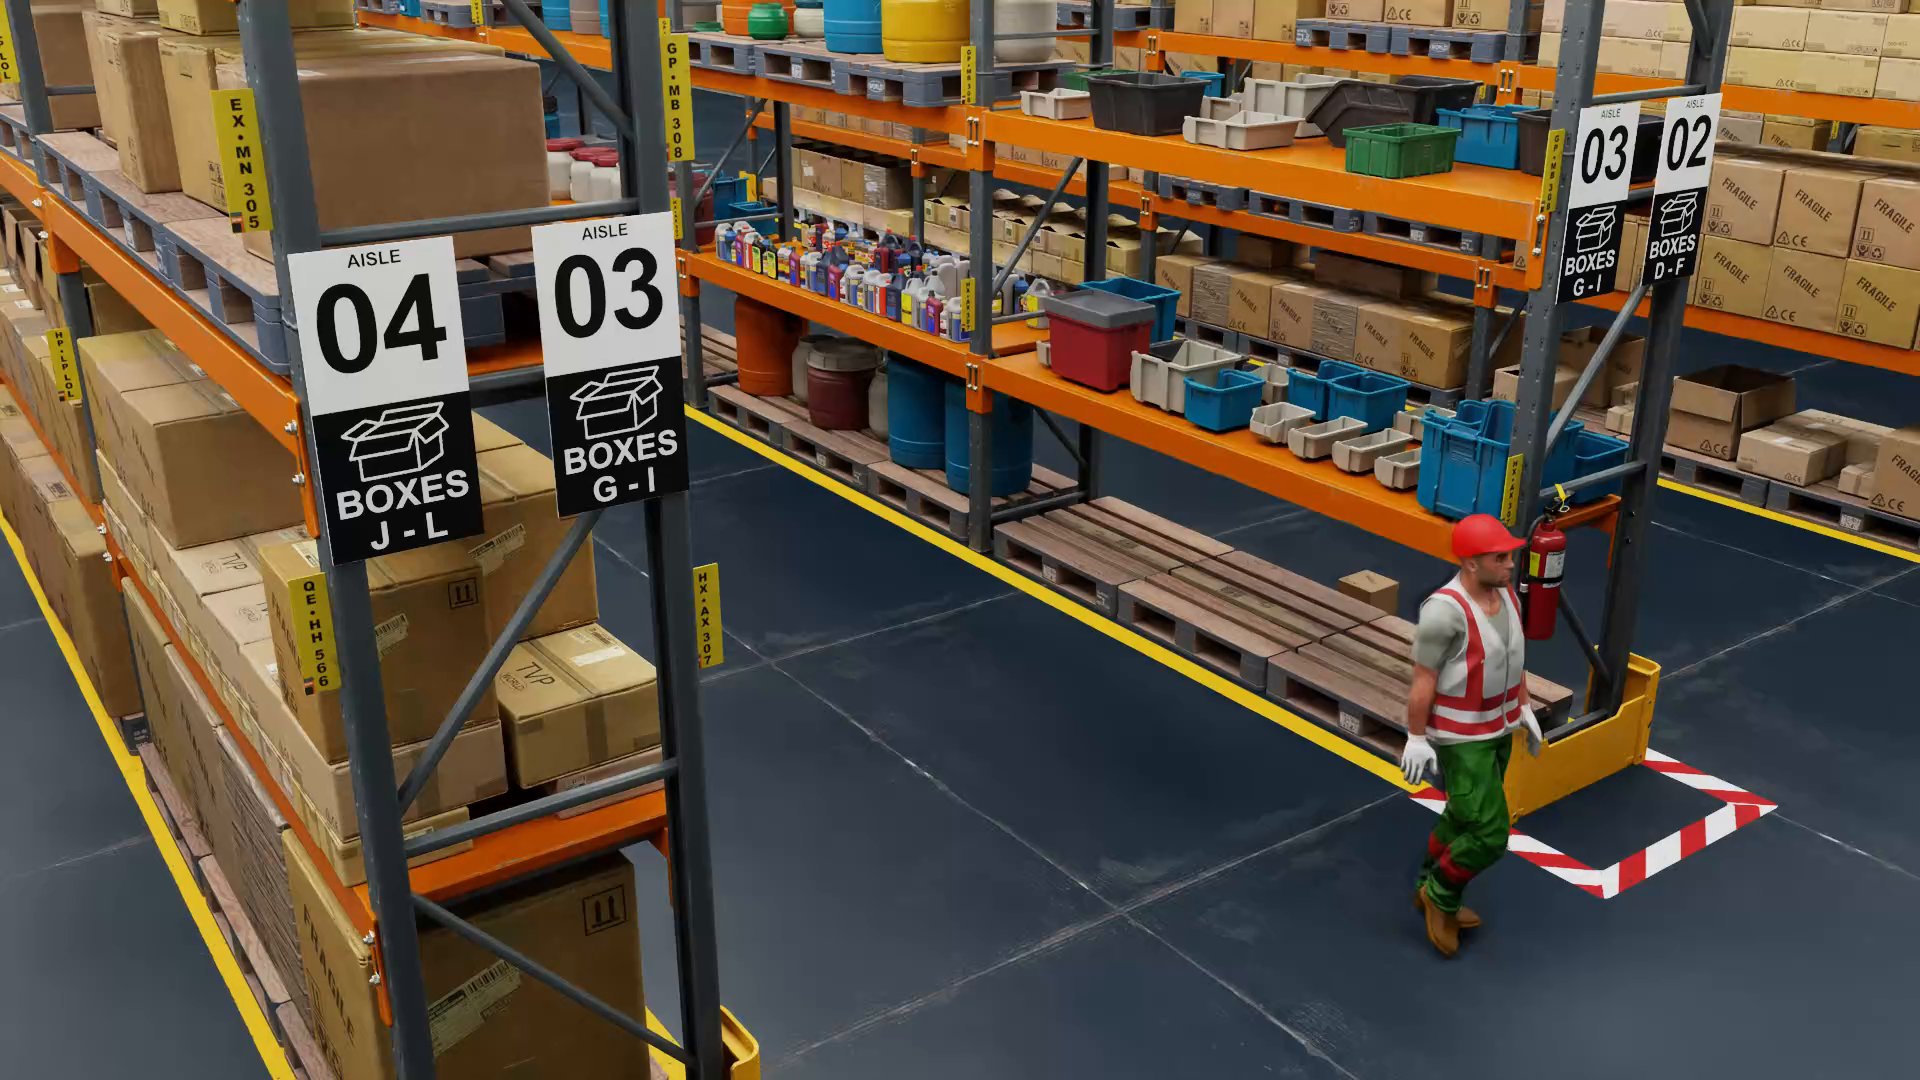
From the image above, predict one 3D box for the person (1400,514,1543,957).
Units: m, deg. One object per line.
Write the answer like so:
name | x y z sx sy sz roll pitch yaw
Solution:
person | 2.046 0.774 6.500 0.608 1.801 0.485 -17 27 -37
